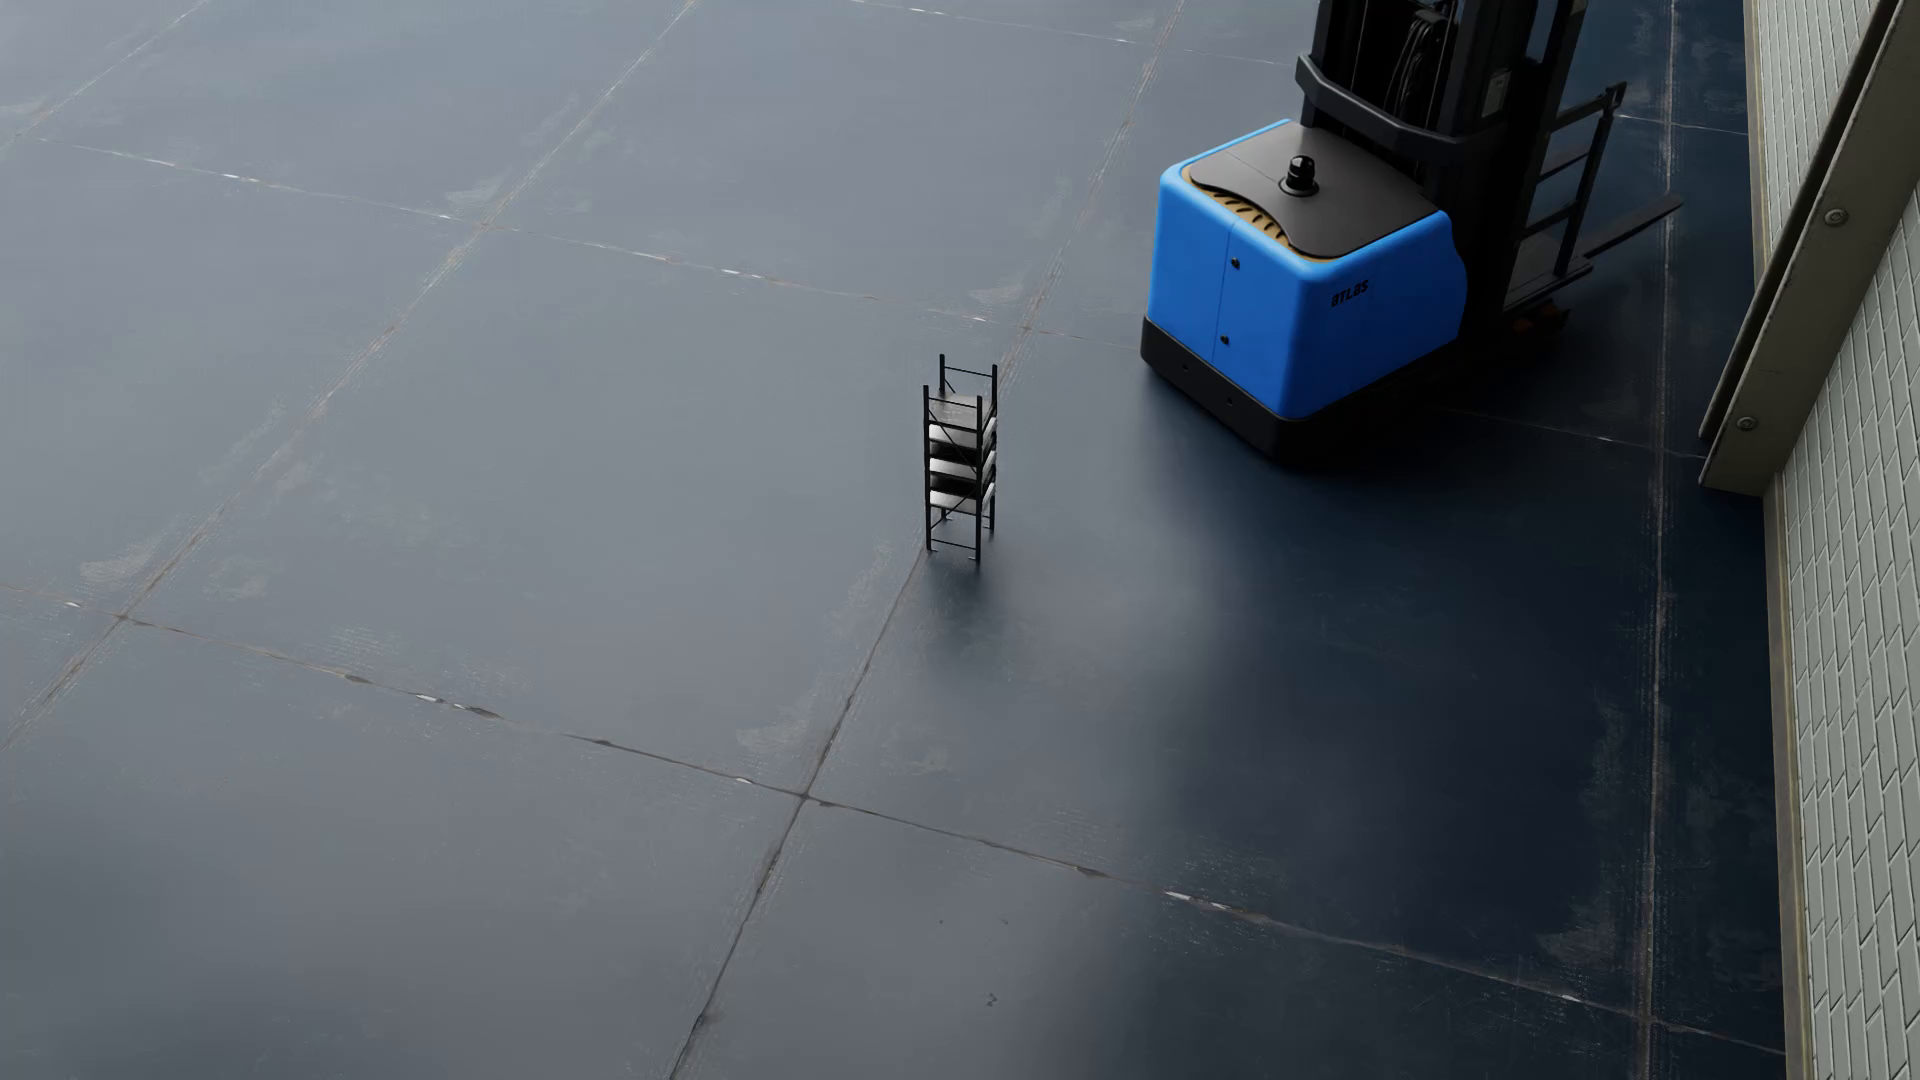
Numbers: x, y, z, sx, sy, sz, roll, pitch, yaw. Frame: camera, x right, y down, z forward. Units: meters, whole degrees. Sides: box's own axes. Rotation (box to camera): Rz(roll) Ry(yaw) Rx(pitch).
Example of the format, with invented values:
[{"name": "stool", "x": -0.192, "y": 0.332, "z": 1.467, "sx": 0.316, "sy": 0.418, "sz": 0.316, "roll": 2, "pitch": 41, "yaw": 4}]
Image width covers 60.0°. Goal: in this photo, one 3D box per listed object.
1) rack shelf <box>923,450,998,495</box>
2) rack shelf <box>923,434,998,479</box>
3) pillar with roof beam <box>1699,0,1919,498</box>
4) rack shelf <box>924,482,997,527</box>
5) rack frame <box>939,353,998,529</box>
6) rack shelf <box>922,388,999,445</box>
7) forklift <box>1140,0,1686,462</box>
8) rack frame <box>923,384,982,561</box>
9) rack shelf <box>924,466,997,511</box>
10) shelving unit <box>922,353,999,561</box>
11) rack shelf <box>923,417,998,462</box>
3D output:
[{"name": "rack shelf", "x": 0.002, "y": -0.303, "z": 6.863, "sx": 0.258, "sy": 0.077, "sz": 0.200, "roll": 13, "pitch": 46, "yaw": 13}, {"name": "rack shelf", "x": 0.002, "y": -0.368, "z": 6.800, "sx": 0.258, "sy": 0.077, "sz": 0.200, "roll": 13, "pitch": 46, "yaw": 13}, {"name": "pillar with roof beam", "x": -0.608, "y": -4.472, "z": 5.285, "sx": 9.100, "sy": 9.000, "sz": 0.400, "roll": 13, "pitch": 46, "yaw": 13}, {"name": "rack shelf", "x": 0.002, "y": -0.175, "z": 6.989, "sx": 0.258, "sy": 0.077, "sz": 0.200, "roll": 13, "pitch": 46, "yaw": 13}, {"name": "rack frame", "x": 0.033, "y": -0.395, "z": 6.909, "sx": 0.240, "sy": 0.900, "sz": 0.006, "roll": 13, "pitch": 46, "yaw": 13}, {"name": "rack shelf", "x": 0.002, "y": -0.496, "z": 6.674, "sx": 0.258, "sy": 0.077, "sz": 0.200, "roll": 13, "pitch": 46, "yaw": 13}, {"name": "forklift", "x": 2.354, "y": -2.229, "z": 7.331, "sx": 3.031, "sy": 2.935, "sz": 1.130, "roll": -27, "pitch": 50, "yaw": -25}, {"name": "rack frame", "x": -0.028, "y": -0.259, "z": 6.771, "sx": 0.240, "sy": 0.900, "sz": 0.006, "roll": 13, "pitch": 46, "yaw": 13}, {"name": "rack shelf", "x": 0.002, "y": -0.239, "z": 6.926, "sx": 0.258, "sy": 0.077, "sz": 0.200, "roll": 13, "pitch": 46, "yaw": 13}, {"name": "shelving unit", "x": 0.002, "y": -0.327, "z": 6.840, "sx": 0.258, "sy": 0.900, "sz": 0.210, "roll": 13, "pitch": 46, "yaw": 13}, {"name": "rack shelf", "x": 0.002, "y": -0.432, "z": 6.737, "sx": 0.258, "sy": 0.077, "sz": 0.200, "roll": 13, "pitch": 46, "yaw": 13}]
